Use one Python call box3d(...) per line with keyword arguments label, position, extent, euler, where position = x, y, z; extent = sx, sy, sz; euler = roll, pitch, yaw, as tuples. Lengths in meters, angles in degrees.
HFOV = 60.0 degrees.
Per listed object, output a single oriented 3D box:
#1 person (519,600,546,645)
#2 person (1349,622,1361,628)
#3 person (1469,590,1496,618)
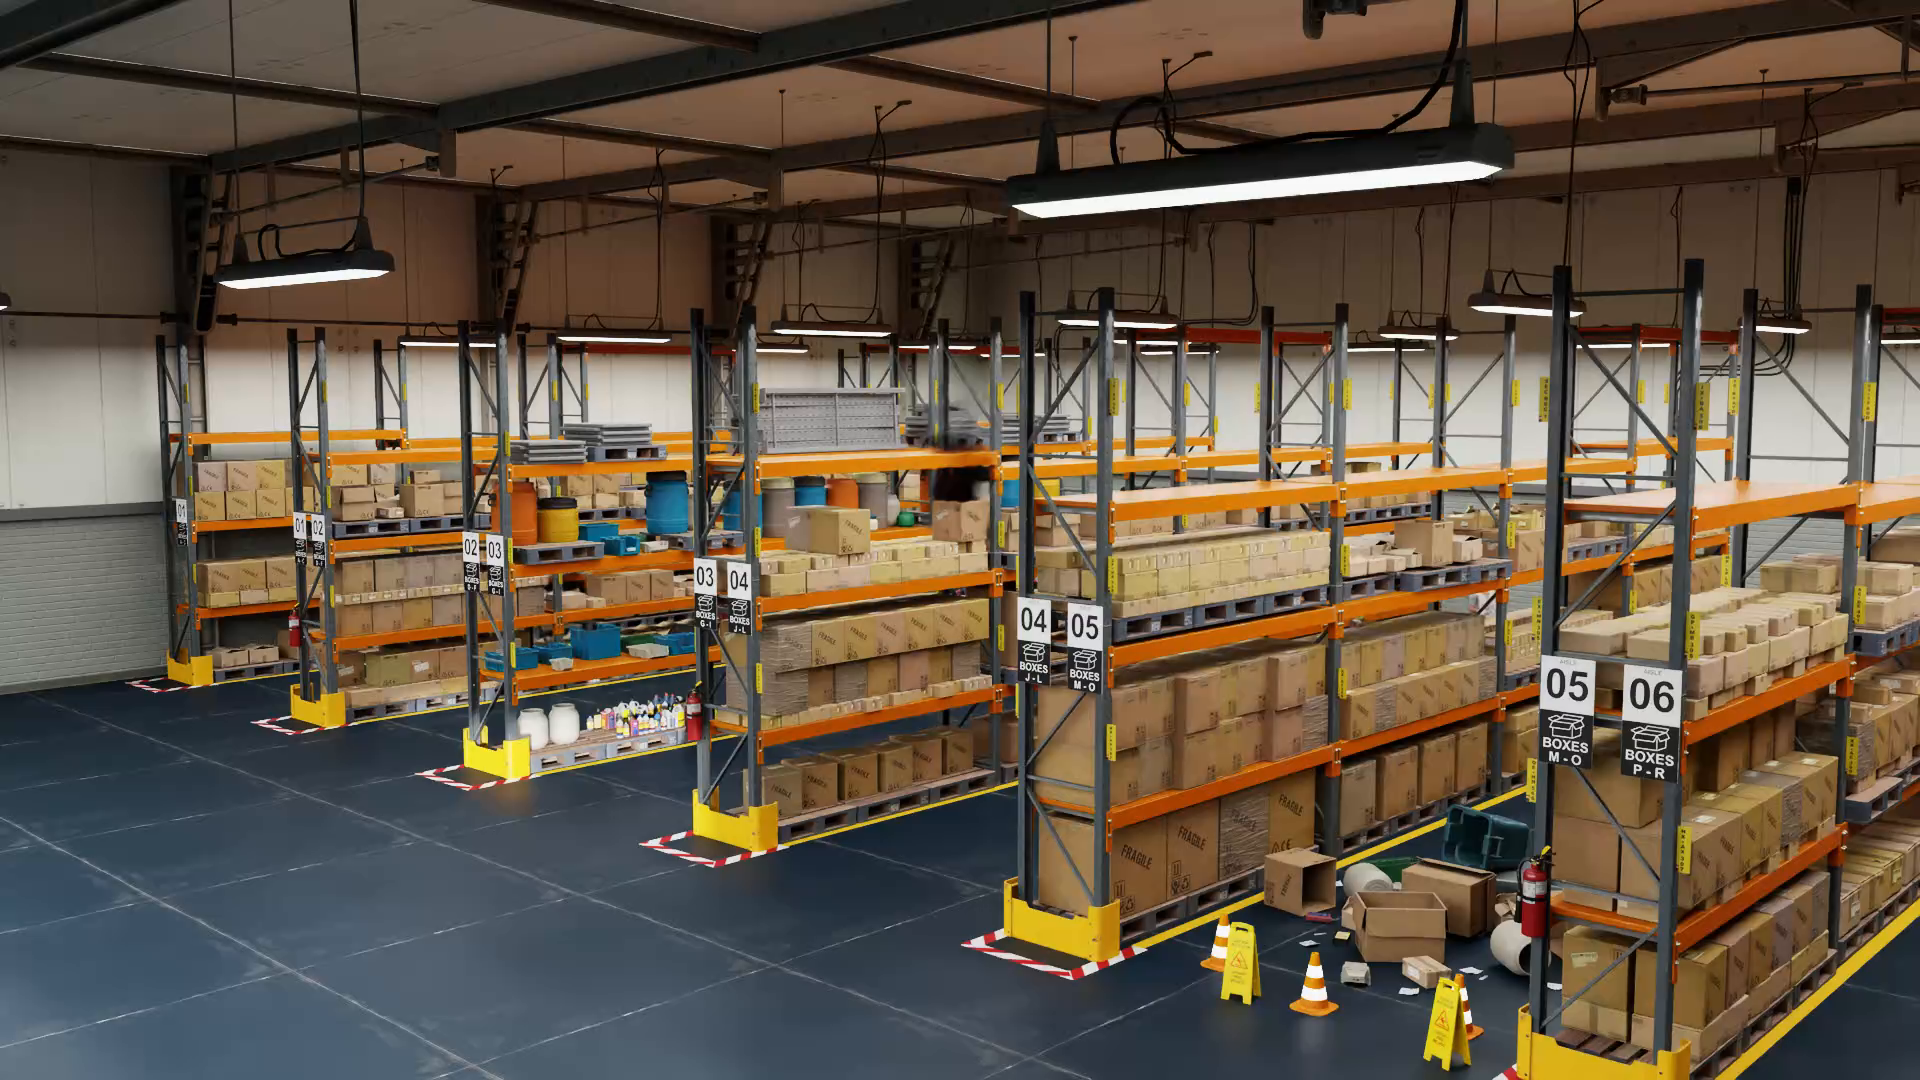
box3d(label="person", position=(-7.919, 1.512, 30.346), extent=(0.583, 1.707, 0.746), euler=(4, 7, 37))
box3d(label="person", position=(5.910, 2.004, 25.101), extent=(0.591, 1.671, 0.652), euler=(4, 7, 39))
box3d(label="person", position=(9.440, 1.481, 29.768), extent=(0.668, 1.771, 0.742), euler=(1, 5, 7))
